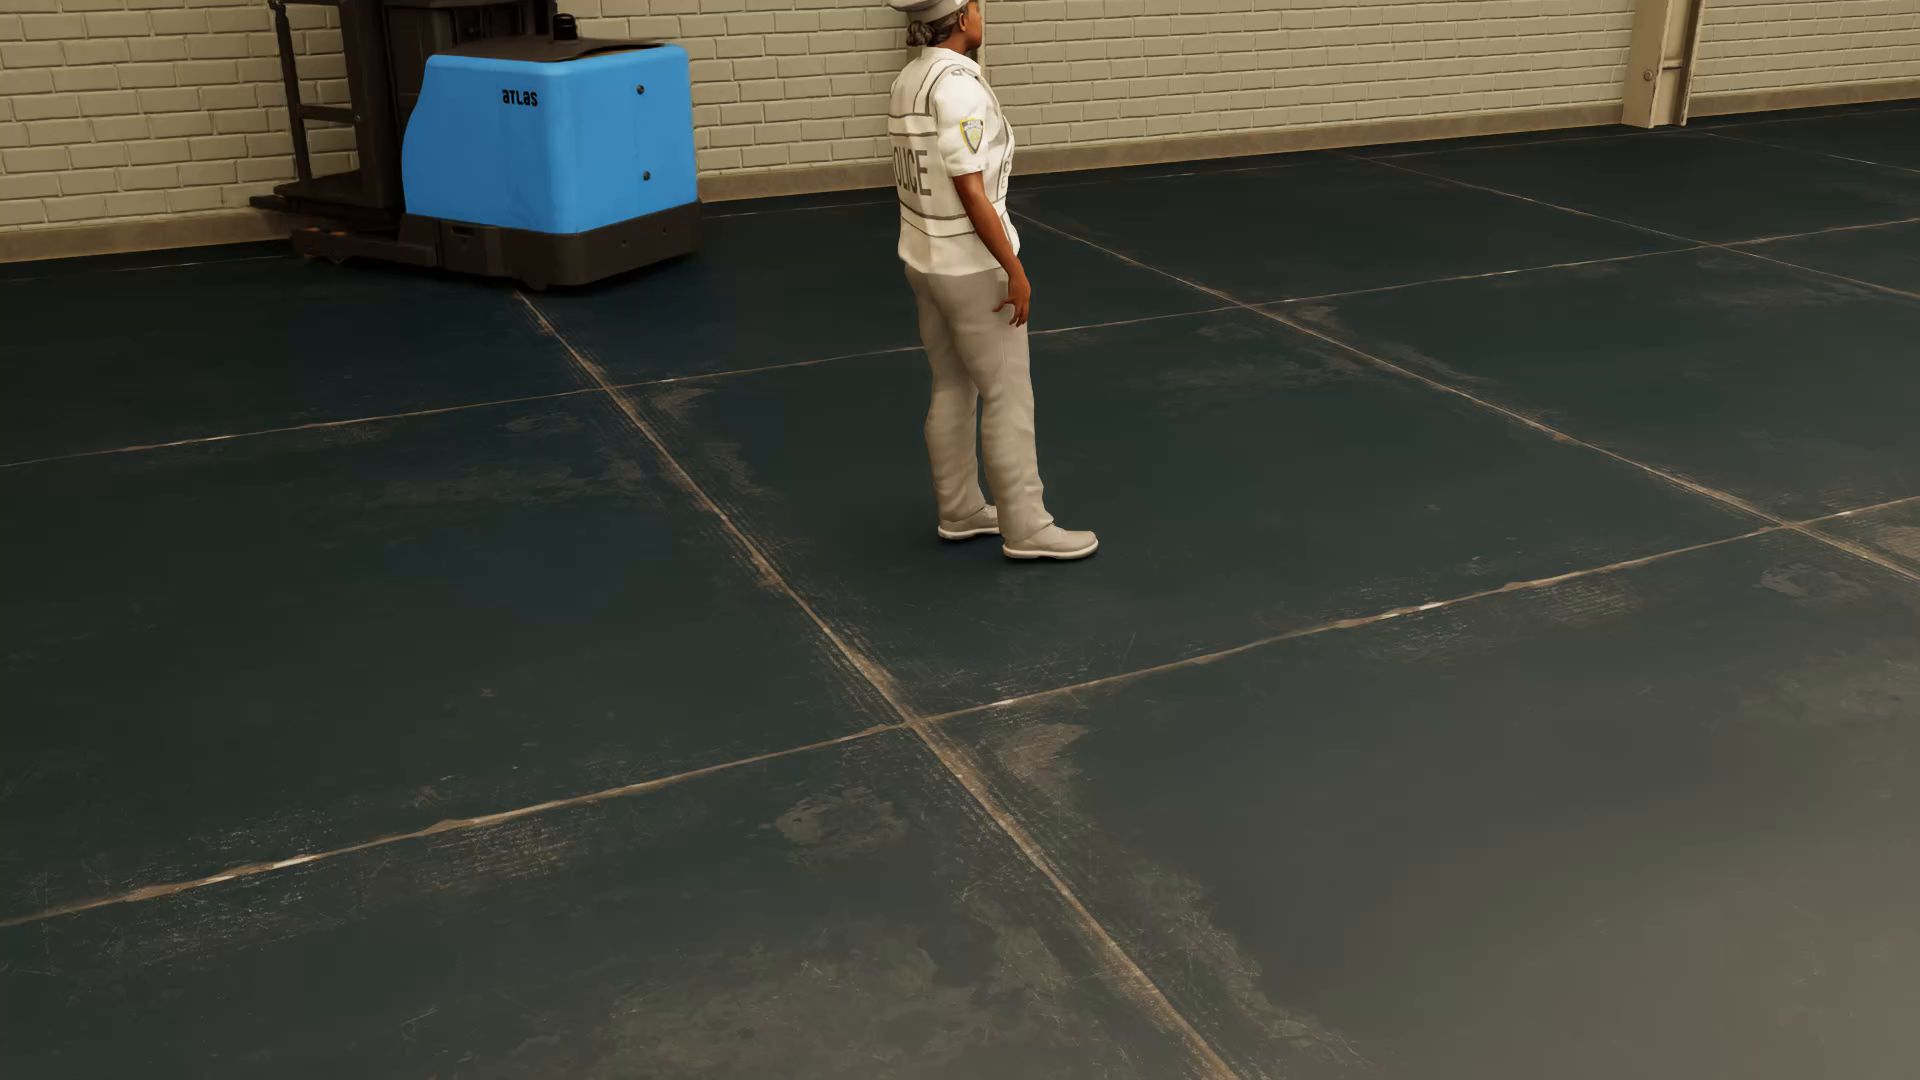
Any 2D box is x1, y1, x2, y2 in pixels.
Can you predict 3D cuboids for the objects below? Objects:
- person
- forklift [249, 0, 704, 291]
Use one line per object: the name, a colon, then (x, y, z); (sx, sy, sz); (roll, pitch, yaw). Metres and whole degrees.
person: (0.076, -0.794, 4.791); (0.530, 1.694, 0.569); (-10, 25, -23)
forklift: (-2.851, -2.924, 8.325); (3.031, 2.935, 1.130); (12, 26, 27)
